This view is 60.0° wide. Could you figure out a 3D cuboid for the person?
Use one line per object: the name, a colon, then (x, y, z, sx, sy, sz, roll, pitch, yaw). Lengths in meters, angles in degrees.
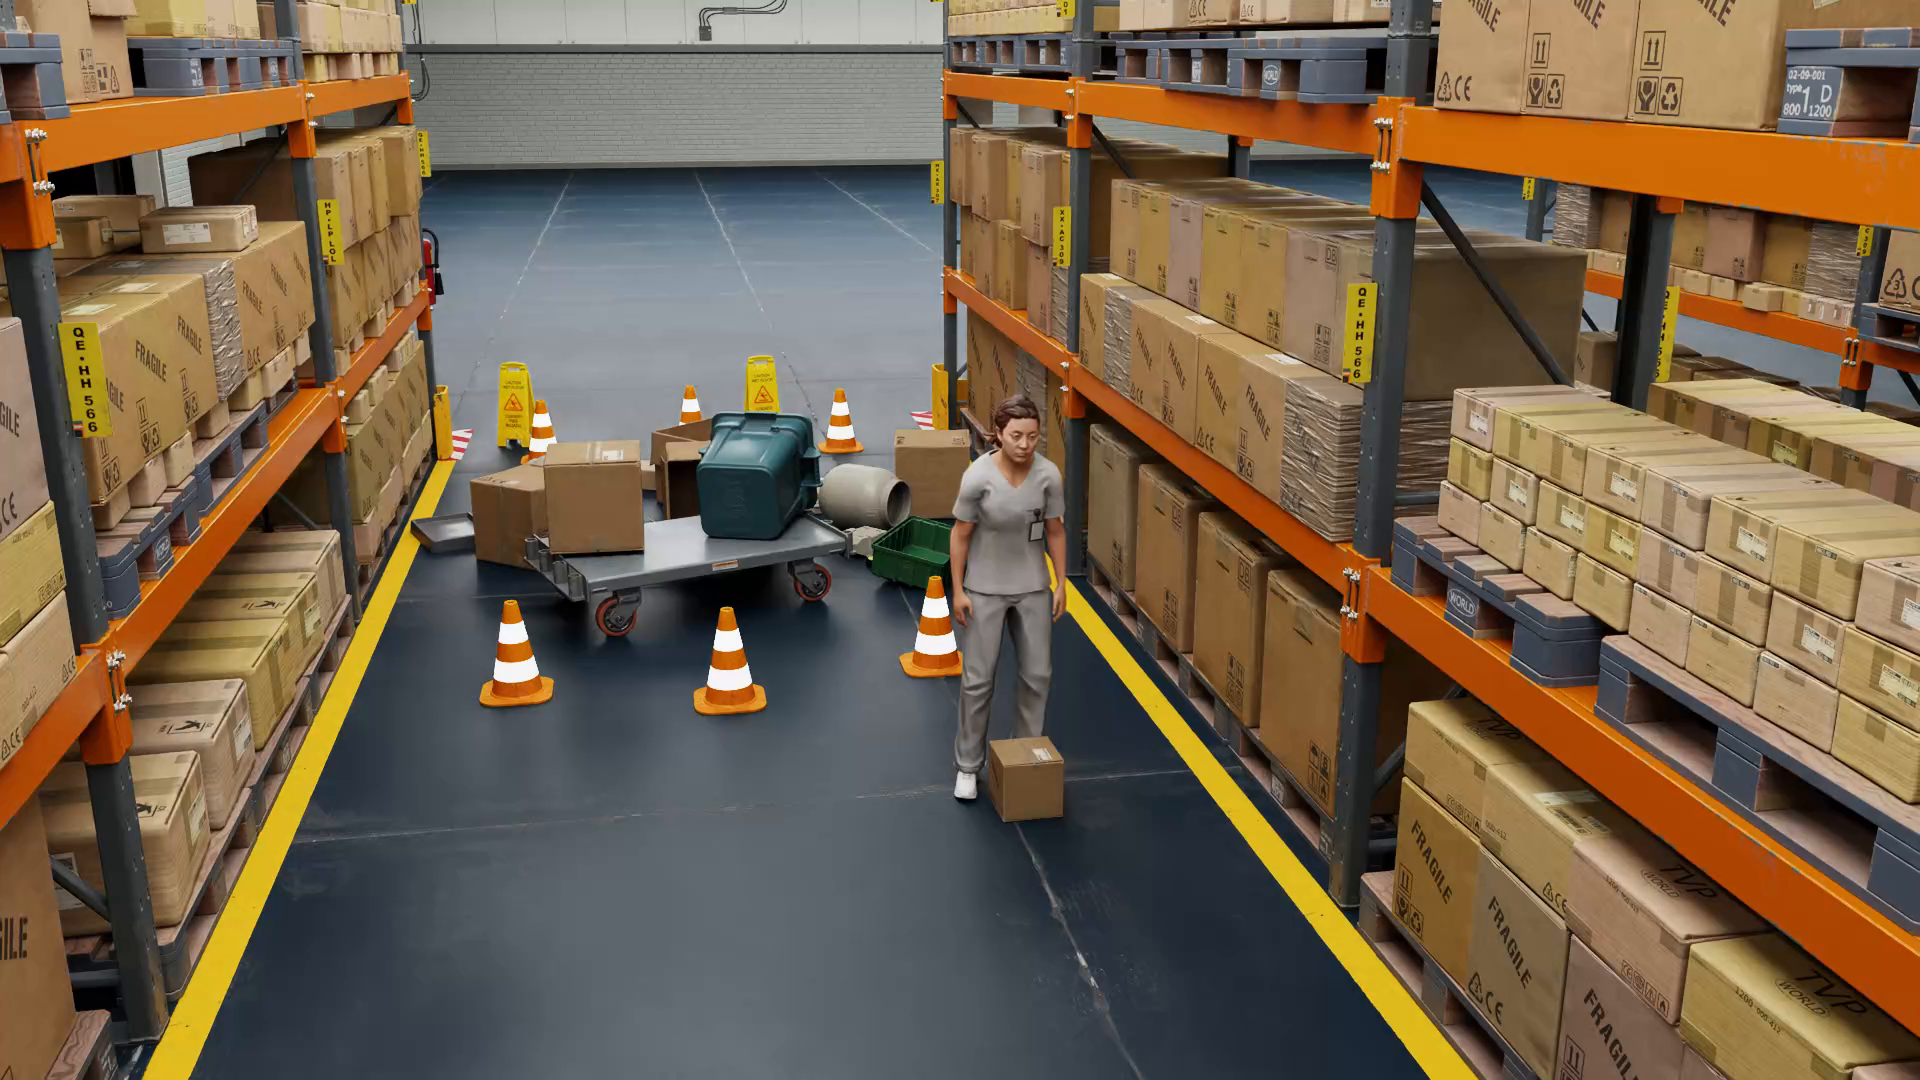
person: (0.199, 0.221, 6.789, 0.496, 1.673, 0.355, -3, 17, -12)
